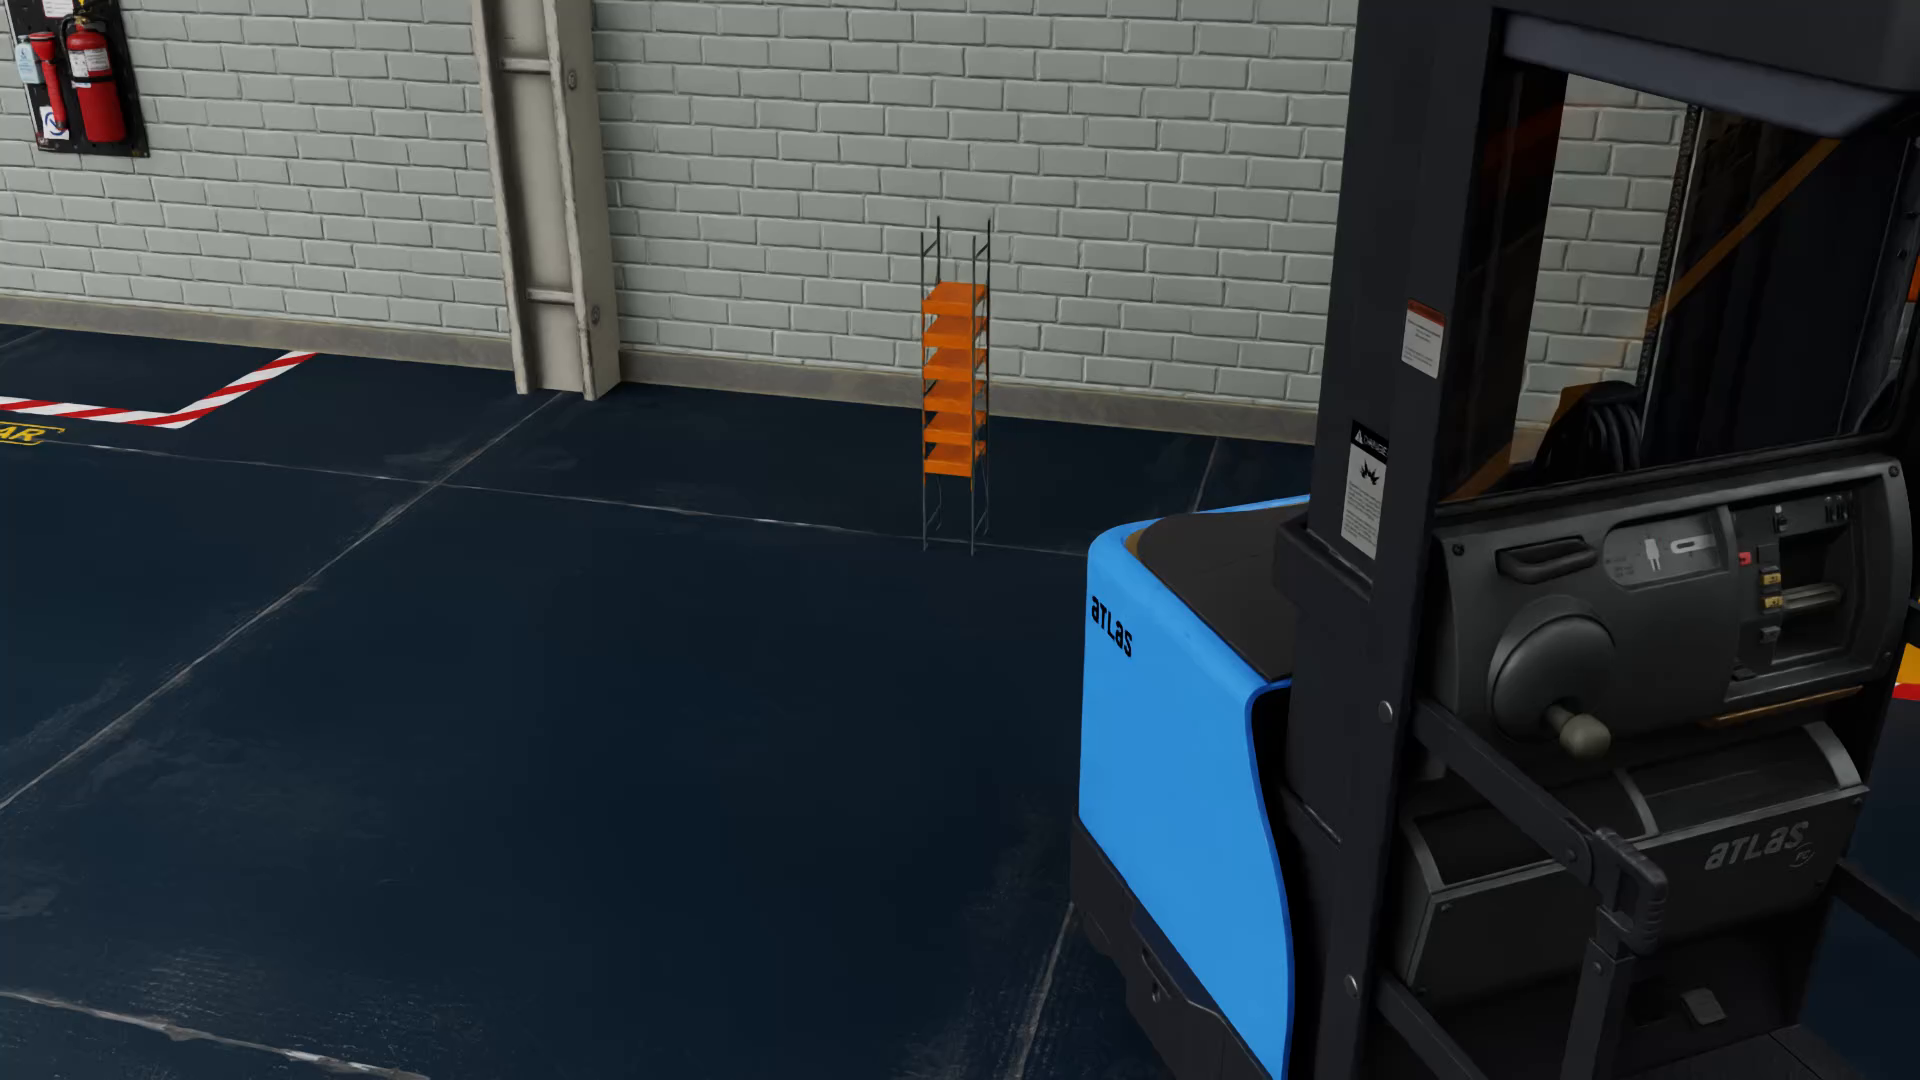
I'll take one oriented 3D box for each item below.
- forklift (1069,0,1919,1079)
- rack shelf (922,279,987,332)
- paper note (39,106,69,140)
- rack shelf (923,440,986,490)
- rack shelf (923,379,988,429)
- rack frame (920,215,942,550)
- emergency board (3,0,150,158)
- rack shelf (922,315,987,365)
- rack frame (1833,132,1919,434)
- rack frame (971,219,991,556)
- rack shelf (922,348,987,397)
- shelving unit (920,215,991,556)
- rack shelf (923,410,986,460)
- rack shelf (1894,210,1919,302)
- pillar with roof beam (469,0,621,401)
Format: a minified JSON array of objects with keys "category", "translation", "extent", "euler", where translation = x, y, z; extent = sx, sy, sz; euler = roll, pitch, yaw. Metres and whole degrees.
[{"category":"forklift","translation":[1.265,0.139,2.547],"extent":[1.130,2.935,3.031],"euler":[-9,27,-18]},{"category":"rack shelf","translation":[-0.014,-0.828,5.860],"extent":[0.180,0.103,0.258],"euler":[6,26,13]},{"category":"paper note","translation":[-4.356,-2.005,7.997],"extent":[0.142,0.148,0.016],"euler":[6,26,13]},{"category":"rack shelf","translation":[-0.014,-0.286,6.118],"extent":[0.180,0.103,0.258],"euler":[6,26,13]},{"category":"rack shelf","translation":[-0.014,-0.503,6.014],"extent":[0.180,0.103,0.258],"euler":[6,26,13]},{"category":"rack frame","translation":[-0.103,-0.553,6.016],"extent":[0.006,1.200,0.240],"euler":[6,26,13]},{"category":"emergency board","translation":[-4.202,-2.355,7.707],"extent":[0.643,1.169,0.194],"euler":[6,26,13]},{"category":"rack shelf","translation":[-0.014,-0.720,5.911],"extent":[0.180,0.103,0.258],"euler":[6,26,13]},{"category":"rack frame","translation":[3.100,-1.147,5.170],"extent":[0.127,3.000,1.000],"euler":[6,26,13]},{"category":"rack frame","translation":[0.075,-0.533,5.975],"extent":[0.006,1.200,0.240],"euler":[6,26,13]},{"category":"rack shelf","translation":[-0.014,-0.612,5.963],"extent":[0.180,0.103,0.258],"euler":[6,26,13]},{"category":"shelving unit","translation":[-0.014,-0.543,5.995],"extent":[0.189,1.200,0.258],"euler":[6,26,13]},{"category":"rack shelf","translation":[-0.014,-0.395,6.066],"extent":[0.180,0.103,0.258],"euler":[6,26,13]},{"category":"rack shelf","translation":[5.037,-0.608,4.875],"extent":[4.000,0.370,1.077],"euler":[6,26,13]},{"category":"pillar with roof beam","translation":[-2.890,-2.991,2.064],"extent":[0.400,9.000,9.100],"euler":[6,26,13]}]
